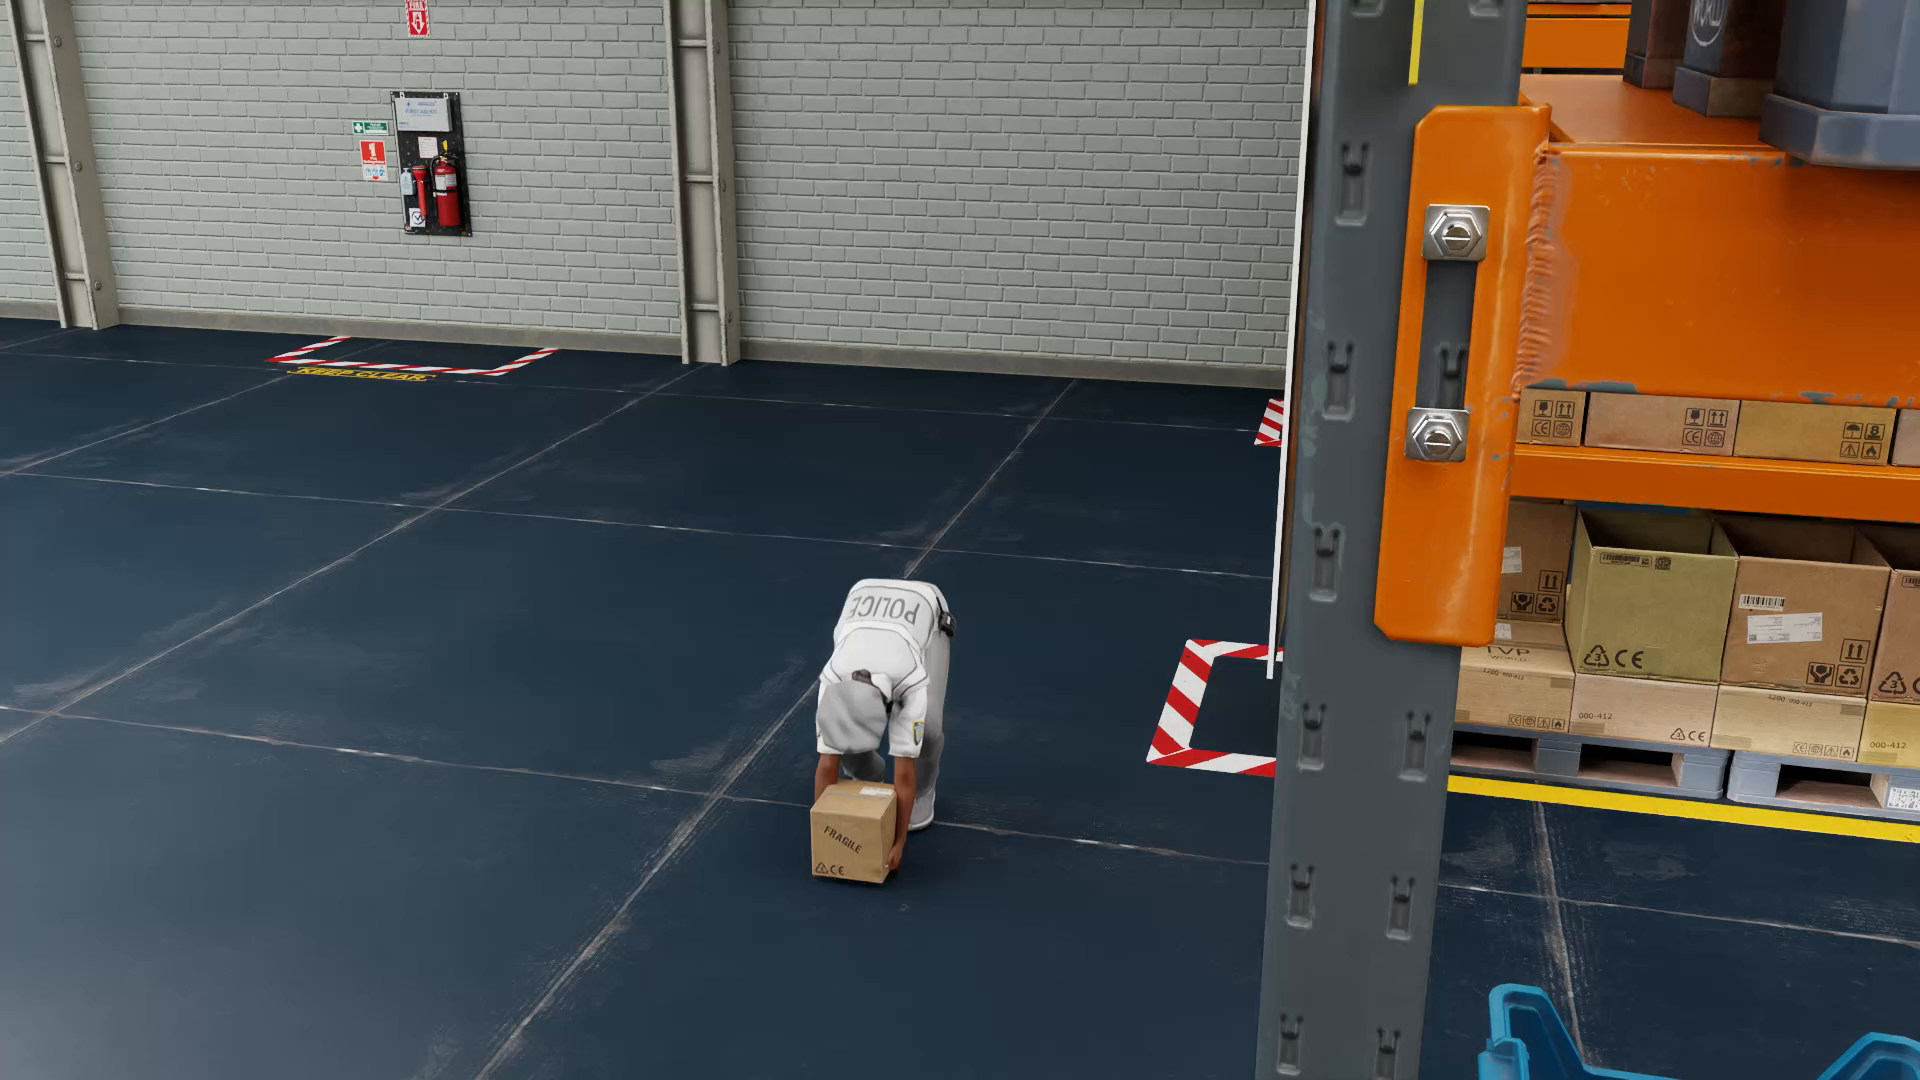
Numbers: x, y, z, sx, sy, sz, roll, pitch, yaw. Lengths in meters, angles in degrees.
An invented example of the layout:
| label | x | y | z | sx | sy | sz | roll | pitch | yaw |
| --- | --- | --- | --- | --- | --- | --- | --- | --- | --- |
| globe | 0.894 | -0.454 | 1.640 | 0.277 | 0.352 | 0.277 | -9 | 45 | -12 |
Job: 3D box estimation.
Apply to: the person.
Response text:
| label | x | y | z | sx | sy | sz | roll | pitch | yaw |
| --- | --- | --- | --- | --- | --- | --- | --- | --- | --- |
| person | -0.282 | 0.631 | 5.925 | 0.456 | 0.868 | 0.905 | 4 | 19 | 11 |
